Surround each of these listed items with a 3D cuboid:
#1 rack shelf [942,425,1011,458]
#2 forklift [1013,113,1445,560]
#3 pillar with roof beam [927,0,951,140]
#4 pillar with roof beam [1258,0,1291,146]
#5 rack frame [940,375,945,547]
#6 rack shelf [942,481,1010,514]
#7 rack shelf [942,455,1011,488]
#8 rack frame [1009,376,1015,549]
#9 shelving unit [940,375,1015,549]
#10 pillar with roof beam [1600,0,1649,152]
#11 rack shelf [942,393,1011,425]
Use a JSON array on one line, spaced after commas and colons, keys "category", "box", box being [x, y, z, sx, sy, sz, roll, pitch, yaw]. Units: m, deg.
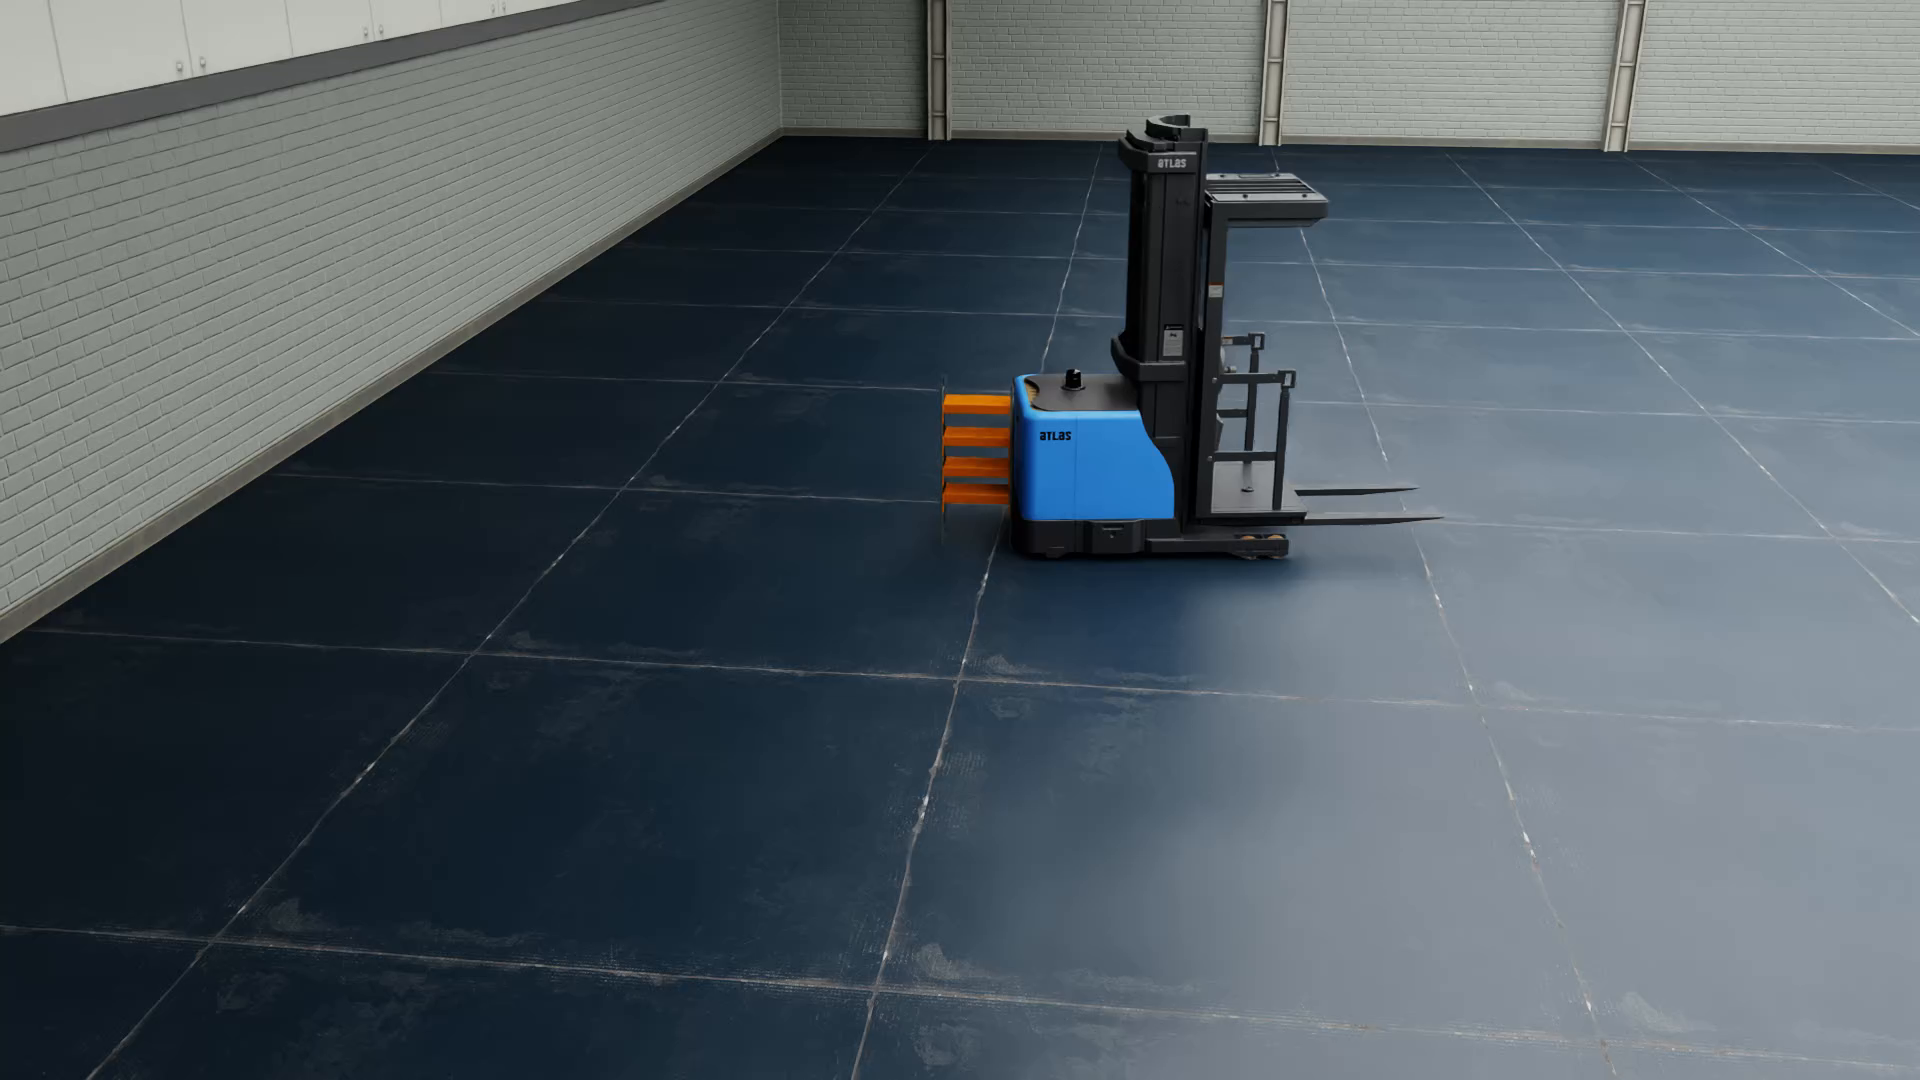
[{"category": "rack shelf", "box": [0.121, -0.692, 11.661, 0.480, 0.148, 0.258, 1, 22, 4]}, {"category": "forklift", "box": [1.908, -1.419, 11.570, 3.031, 2.935, 1.130, -1, 22, -2]}, {"category": "pillar with roof beam", "box": [-0.880, -10.014, 25.058, 0.400, 9.000, 9.100, 2, 22, 6]}, {"category": "pillar with roof beam", "box": [5.078, -9.755, 24.401, 0.400, 9.000, 9.100, 2, 22, 6]}, {"category": "rack frame", "box": [-0.122, -0.553, 11.733, 0.015, 1.200, 0.240, 1, 22, 4]}, {"category": "rack shelf", "box": [0.122, -0.300, 11.816, 0.480, 0.148, 0.258, 1, 22, 4]}, {"category": "rack shelf", "box": [0.121, -0.484, 11.743, 0.480, 0.148, 0.258, 1, 22, 4]}, {"category": "rack frame", "box": [0.365, -0.541, 11.703, 0.015, 1.200, 0.240, 1, 22, 4]}, {"category": "shelving unit", "box": [0.121, -0.547, 11.718, 0.503, 1.200, 0.258, 1, 22, 4]}, {"category": "pillar with roof beam", "box": [11.037, -9.495, 23.744, 0.400, 9.000, 9.100, 2, 22, 6]}, {"category": "rack shelf", "box": [0.121, -0.912, 11.574, 0.480, 0.148, 0.258, 1, 22, 4]}]
